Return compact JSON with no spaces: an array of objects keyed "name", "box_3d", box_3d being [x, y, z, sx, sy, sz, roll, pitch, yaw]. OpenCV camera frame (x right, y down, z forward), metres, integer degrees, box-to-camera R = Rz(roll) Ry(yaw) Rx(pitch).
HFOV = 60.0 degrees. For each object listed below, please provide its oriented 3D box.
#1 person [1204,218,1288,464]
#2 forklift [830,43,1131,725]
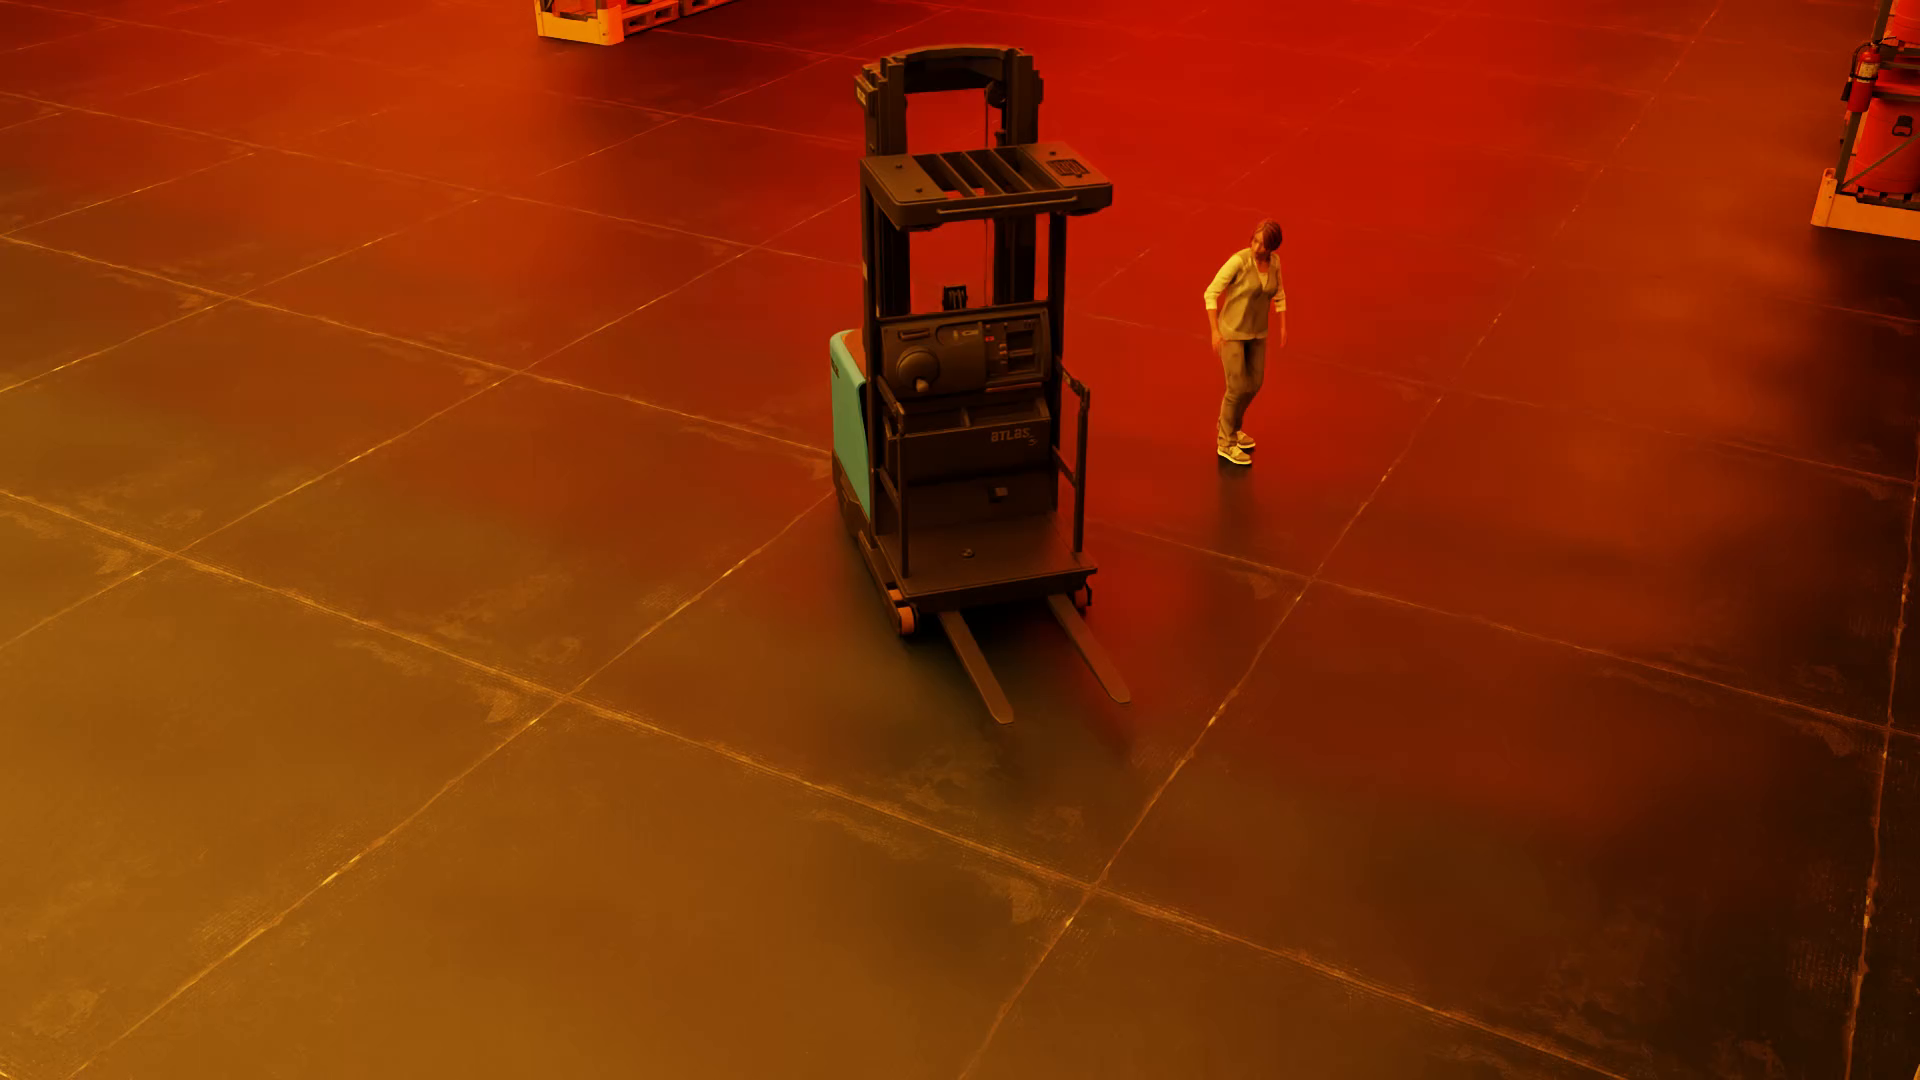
[{"name":"person","box_3d":[1.866,-1.288,10.659,0.623,1.581,0.453,-19,35,-29]},{"name":"forklift","box_3d":[0.099,-0.961,8.736,1.130,2.935,3.031,-8,31,-14]}]
